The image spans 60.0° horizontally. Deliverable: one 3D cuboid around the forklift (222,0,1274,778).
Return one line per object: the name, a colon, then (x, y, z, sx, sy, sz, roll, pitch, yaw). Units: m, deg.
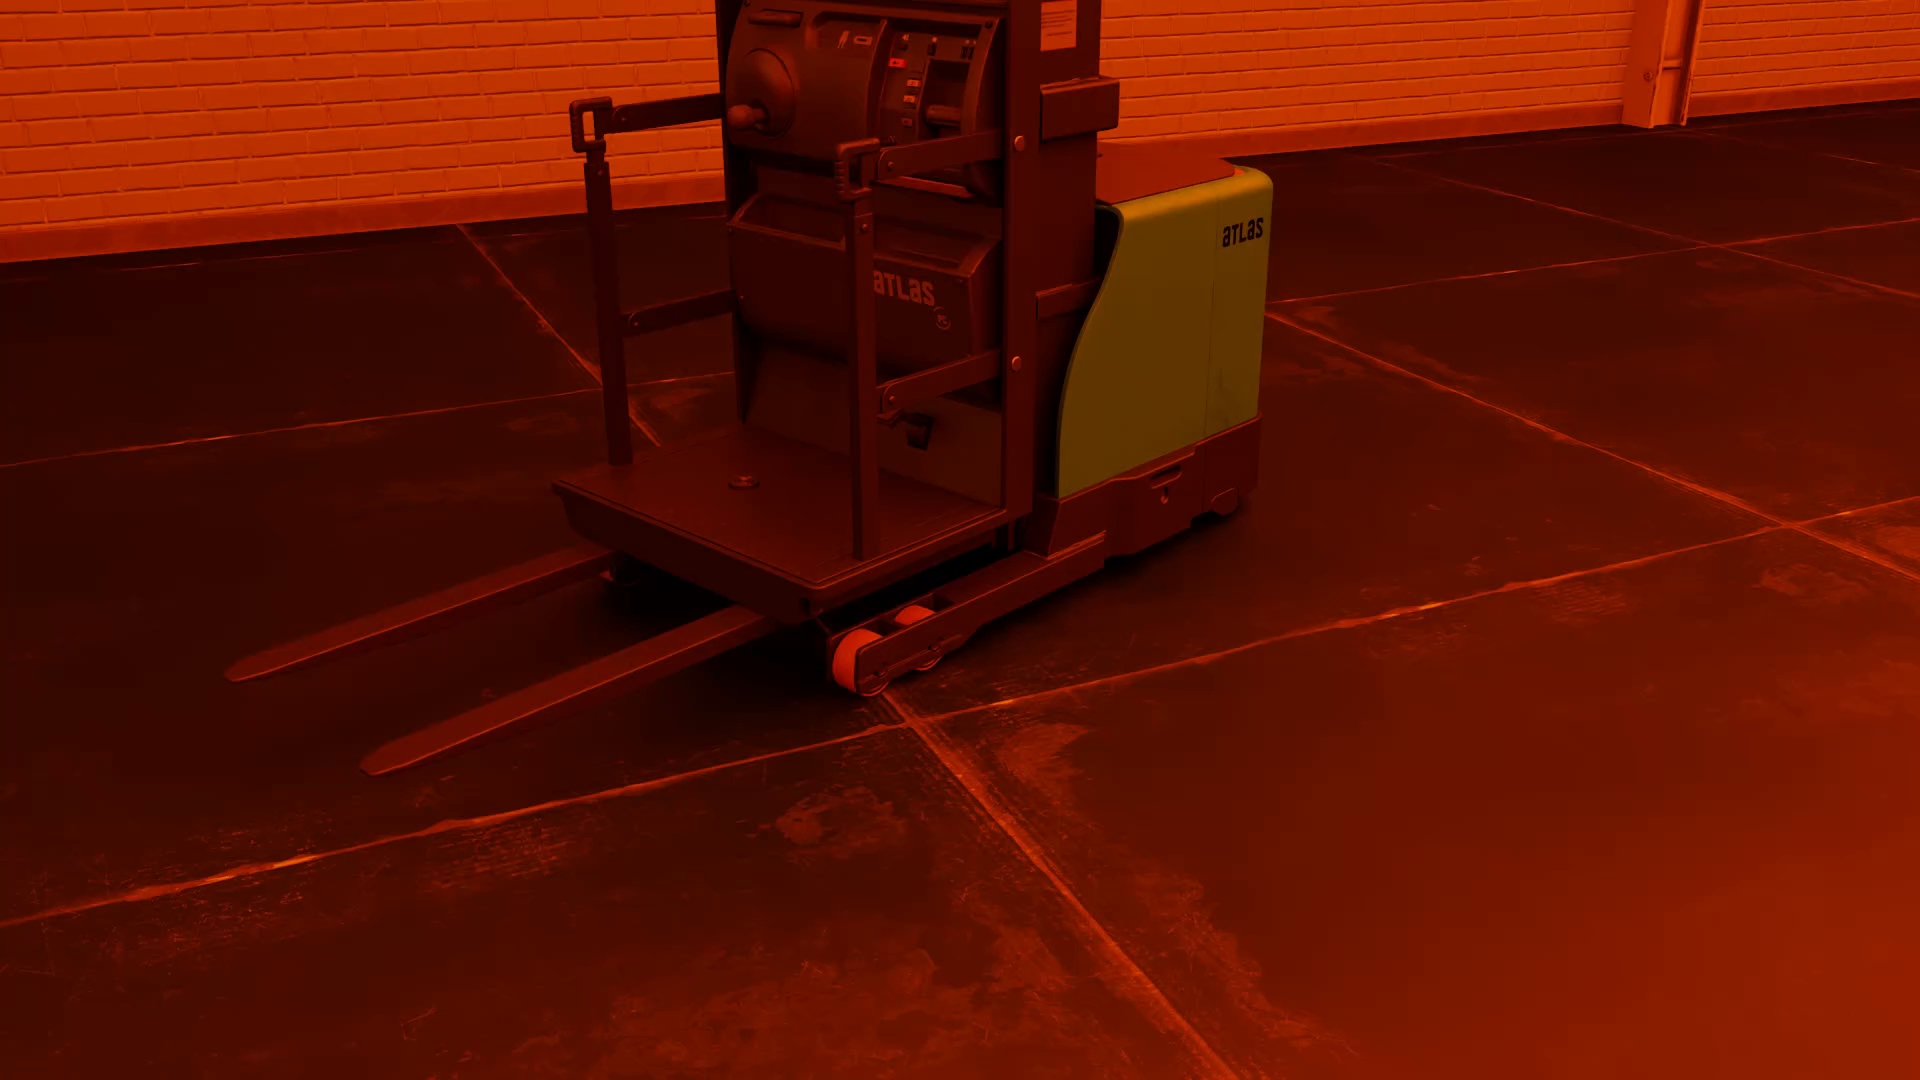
forklift: (-0.413, -1.182, 4.131, 1.130, 2.935, 3.031, 19, 29, 39)
